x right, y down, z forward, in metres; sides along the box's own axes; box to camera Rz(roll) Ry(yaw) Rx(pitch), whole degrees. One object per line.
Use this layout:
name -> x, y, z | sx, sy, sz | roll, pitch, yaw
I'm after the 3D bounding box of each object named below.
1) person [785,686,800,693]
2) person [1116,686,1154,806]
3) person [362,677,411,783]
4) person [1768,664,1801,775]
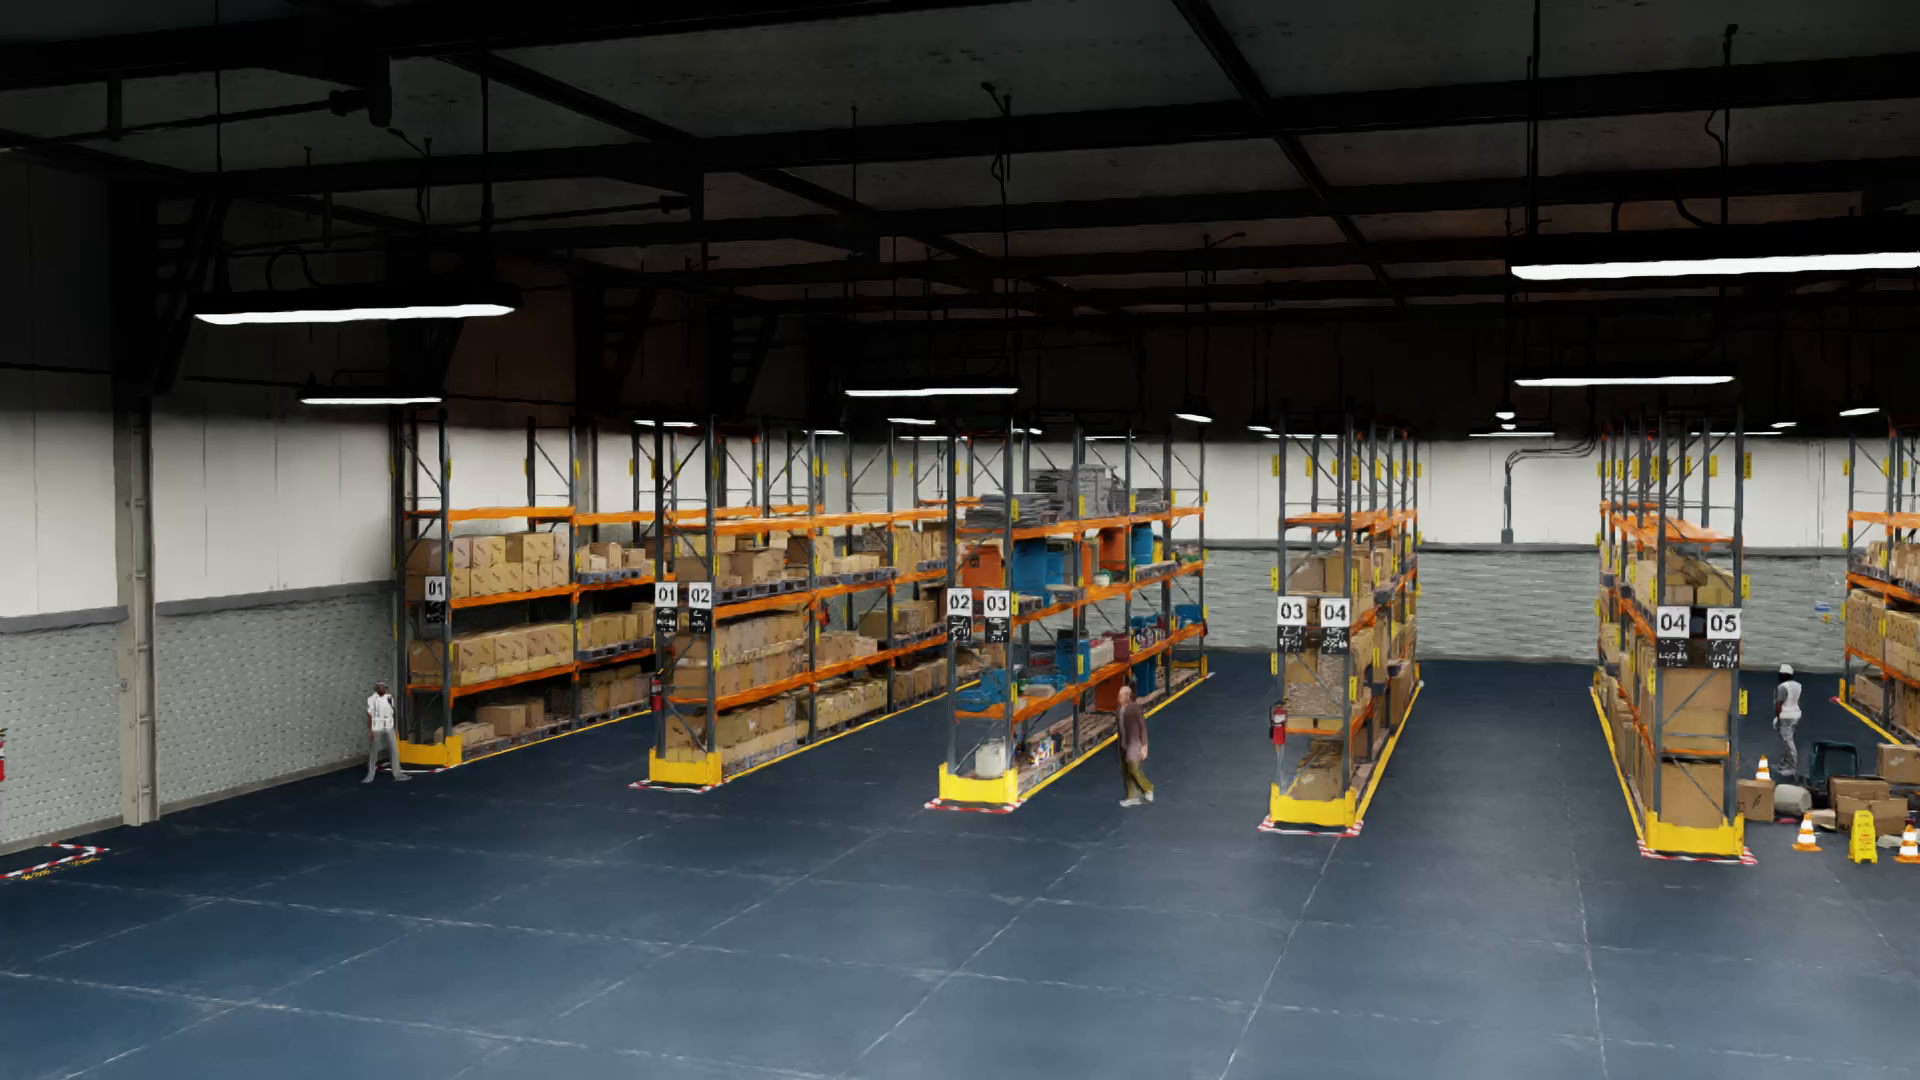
person -> -3.736, 2.586, 36.293 | 0.543, 1.700, 1.107 | 1, 3, 21
person -> 2.597, 3.055, 24.722 | 0.576, 1.772, 0.622 | -2, 3, -35
person -> -9.183, 3.015, 26.523 | 0.675, 1.674, 0.520 | -2, 3, -41
person -> 13.541, 2.922, 27.316 | 0.665, 1.782, 0.580 | -2, 3, -40
